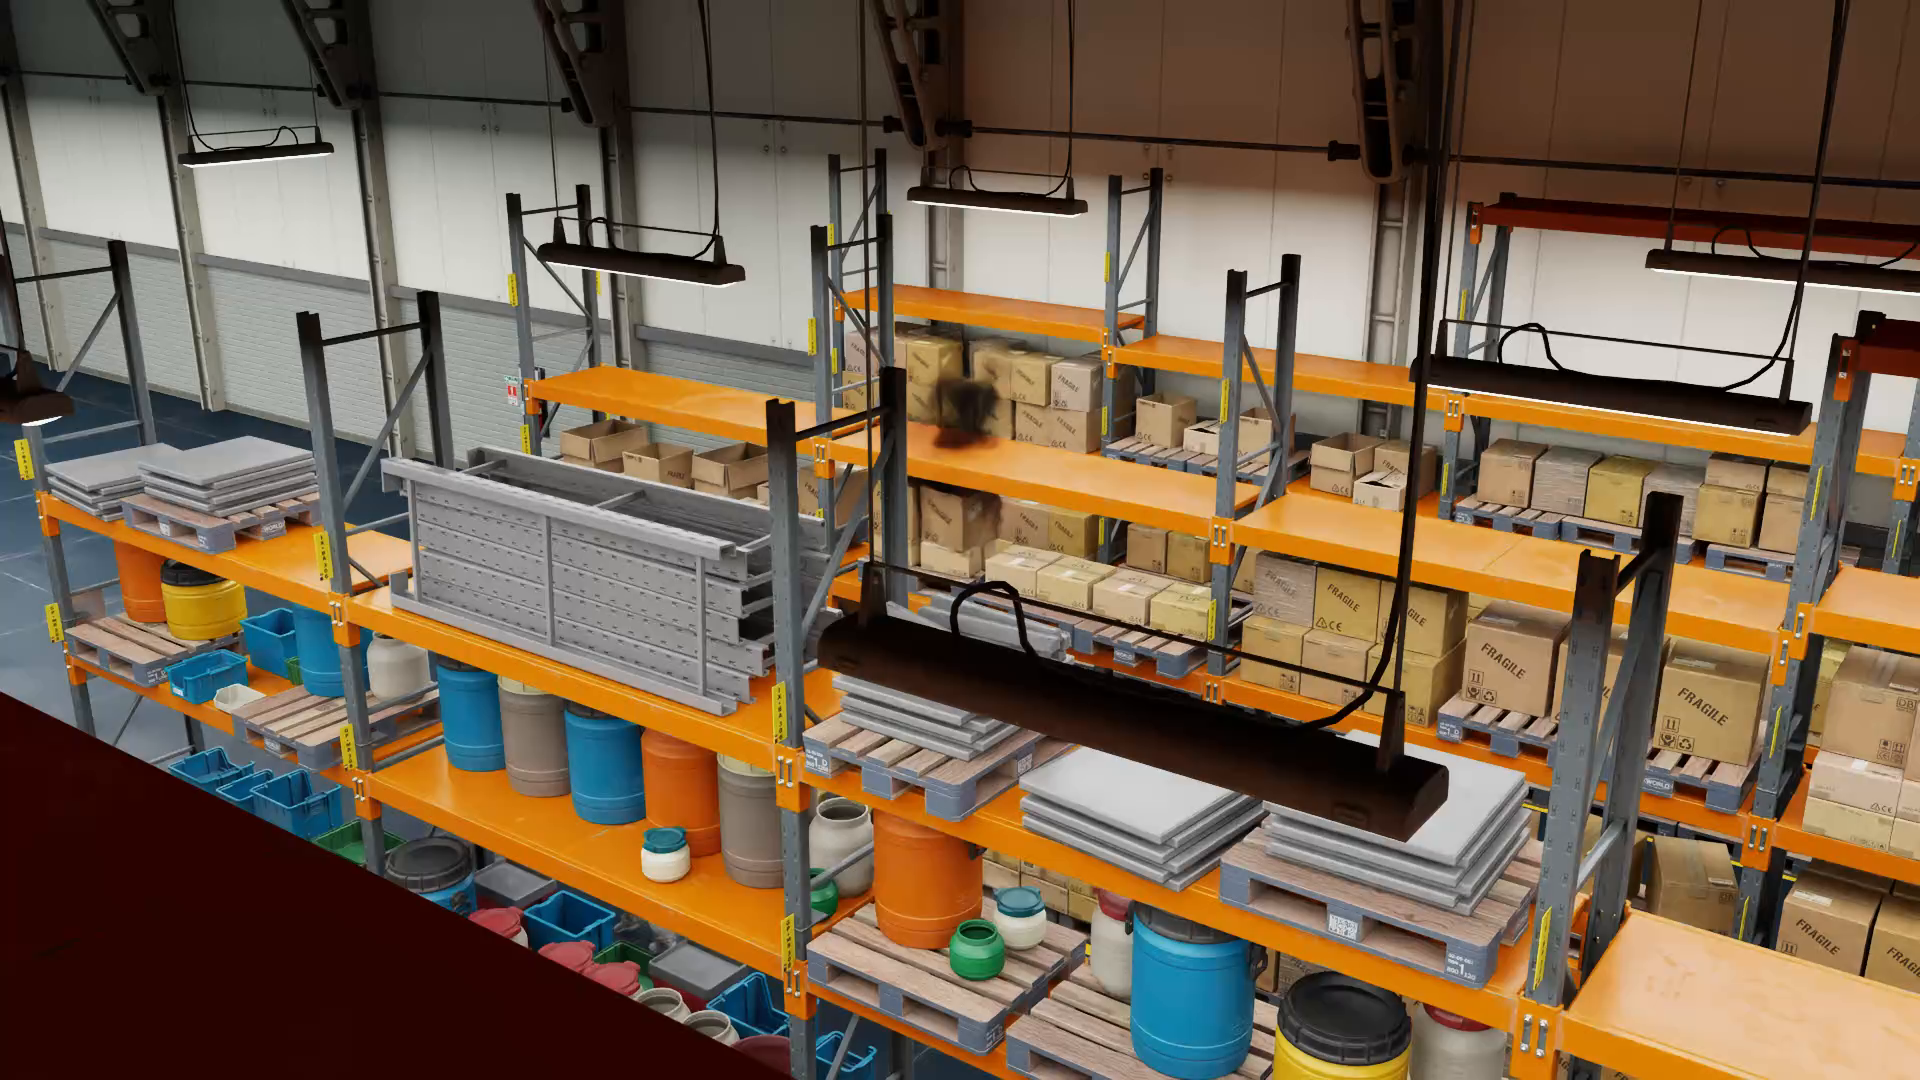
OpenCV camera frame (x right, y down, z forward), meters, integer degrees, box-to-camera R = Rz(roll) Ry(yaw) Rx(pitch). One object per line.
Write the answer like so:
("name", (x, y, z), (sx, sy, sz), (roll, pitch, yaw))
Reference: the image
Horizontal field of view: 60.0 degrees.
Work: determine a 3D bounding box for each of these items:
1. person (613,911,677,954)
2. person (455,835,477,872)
("person", (-2.745, 2.678, 14.168), (0.836, 1.817, 0.635), (10, 21, 27))
("person", (-4.370, 2.337, 15.233), (0.810, 1.838, 0.689), (9, 20, 25))
